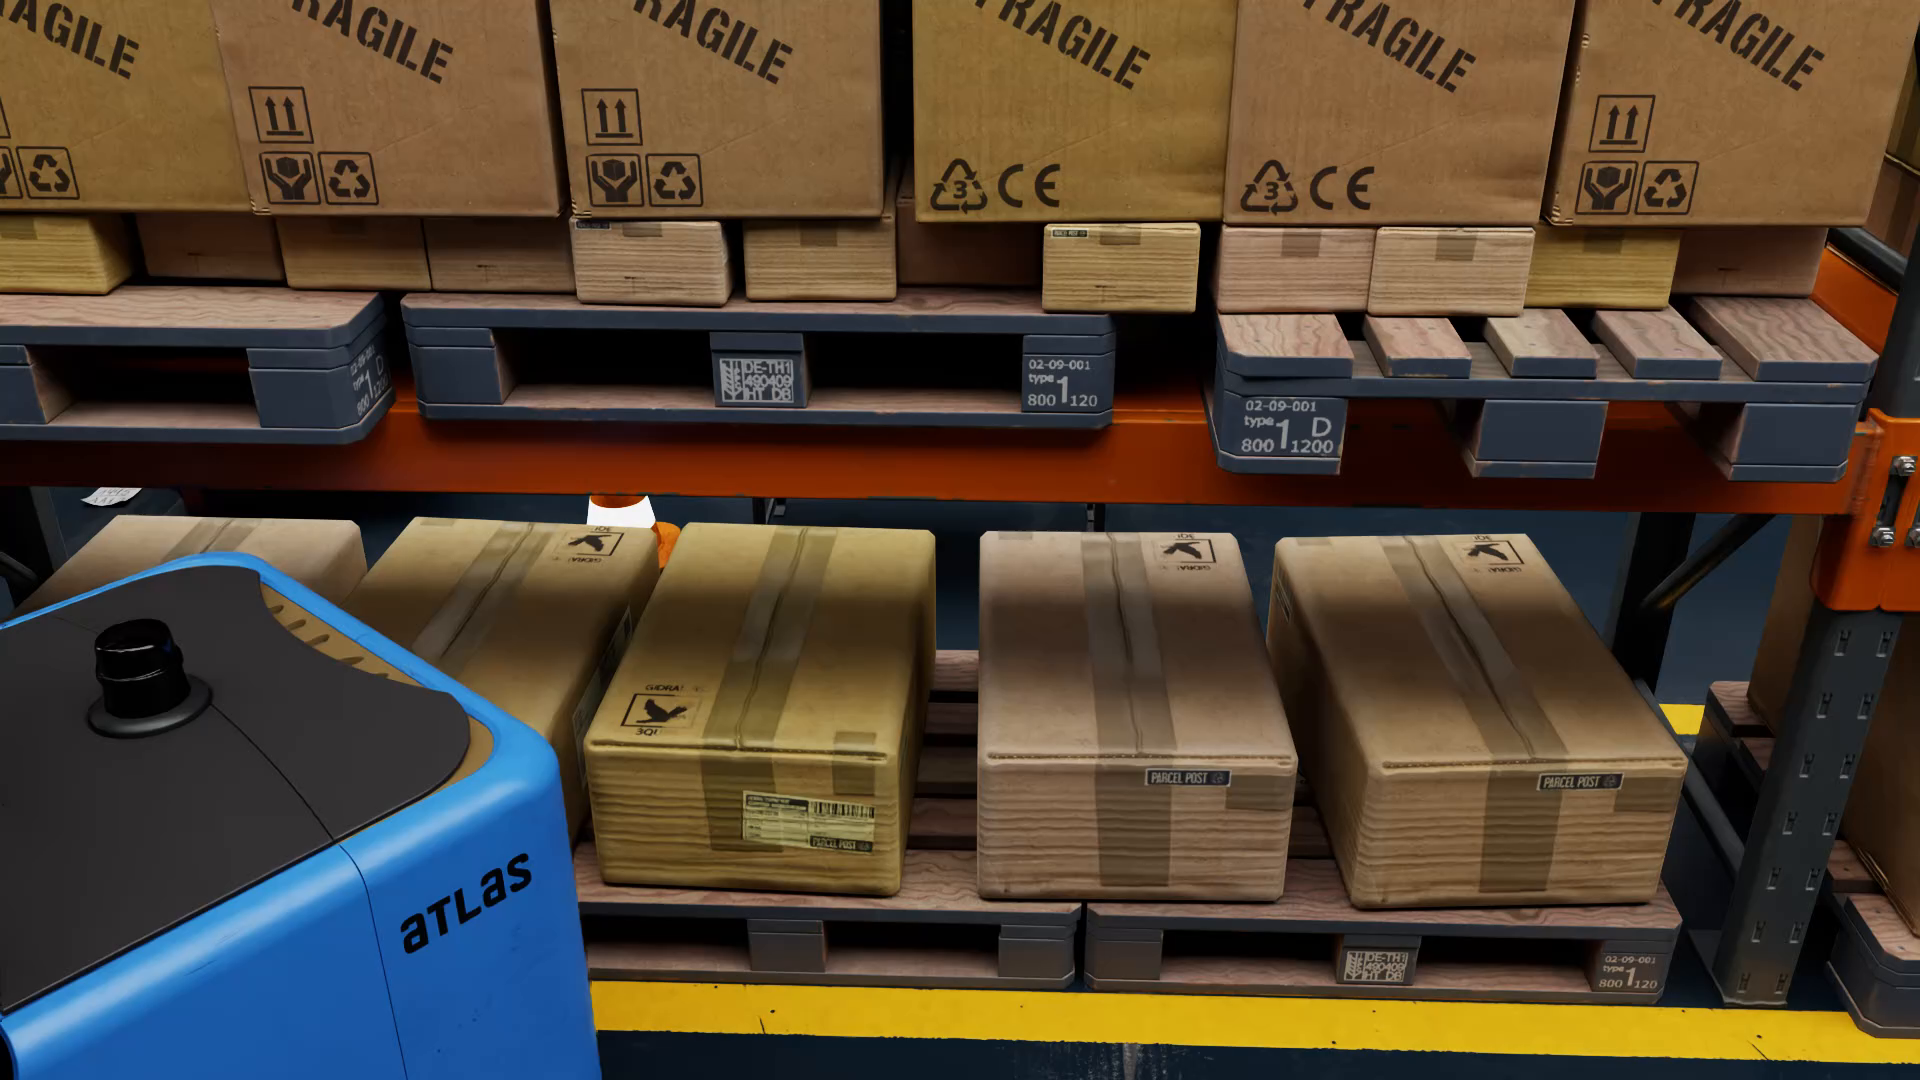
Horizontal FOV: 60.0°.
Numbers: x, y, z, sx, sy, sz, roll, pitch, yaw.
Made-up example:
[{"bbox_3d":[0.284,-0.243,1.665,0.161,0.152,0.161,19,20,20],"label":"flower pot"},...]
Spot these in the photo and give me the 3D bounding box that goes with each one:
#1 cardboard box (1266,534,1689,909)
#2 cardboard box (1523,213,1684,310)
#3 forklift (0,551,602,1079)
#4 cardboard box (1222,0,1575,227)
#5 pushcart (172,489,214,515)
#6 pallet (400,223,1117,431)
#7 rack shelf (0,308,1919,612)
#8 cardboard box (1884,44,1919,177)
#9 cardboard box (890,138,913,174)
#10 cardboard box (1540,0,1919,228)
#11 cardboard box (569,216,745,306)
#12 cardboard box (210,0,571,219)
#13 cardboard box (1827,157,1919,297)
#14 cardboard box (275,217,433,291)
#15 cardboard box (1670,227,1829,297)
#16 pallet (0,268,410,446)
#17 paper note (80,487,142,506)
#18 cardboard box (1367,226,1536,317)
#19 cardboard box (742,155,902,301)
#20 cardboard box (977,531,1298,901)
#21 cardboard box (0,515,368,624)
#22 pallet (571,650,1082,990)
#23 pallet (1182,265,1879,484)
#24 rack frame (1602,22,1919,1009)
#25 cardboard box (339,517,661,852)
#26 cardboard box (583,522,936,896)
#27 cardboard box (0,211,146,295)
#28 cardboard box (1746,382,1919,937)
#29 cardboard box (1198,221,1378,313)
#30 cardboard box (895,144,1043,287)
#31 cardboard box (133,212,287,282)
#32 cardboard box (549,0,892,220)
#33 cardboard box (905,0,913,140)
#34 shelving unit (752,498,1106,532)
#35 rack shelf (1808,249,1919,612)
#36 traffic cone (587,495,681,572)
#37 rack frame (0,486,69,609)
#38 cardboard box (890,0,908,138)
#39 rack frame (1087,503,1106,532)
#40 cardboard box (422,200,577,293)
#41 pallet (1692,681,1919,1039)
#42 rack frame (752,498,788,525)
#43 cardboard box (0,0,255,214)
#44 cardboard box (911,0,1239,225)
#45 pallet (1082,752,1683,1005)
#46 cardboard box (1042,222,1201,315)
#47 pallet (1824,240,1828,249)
[{"bbox_3d":[1.092,0.368,3.711,0.625,0.372,0.950,-1,28,-2],"label":"cardboard box"},{"bbox_3d":[1.050,-0.534,2.875,0.250,0.149,0.380,1,28,3],"label":"cardboard box"},{"bbox_3d":[-1.921,0.317,1.523,1.130,2.935,3.031,22,35,36],"label":"forklift"},{"bbox_3d":[0.675,-0.836,2.751,0.500,0.500,0.500,1,28,1],"label":"cardboard box"},{"bbox_3d":[-2.311,-0.569,5.921,0.936,0.377,1.648,-9,29,-16],"label":"pushcart"},{"bbox_3d":[-0.324,-0.522,3.238,1.213,0.211,1.003,1,28,2],"label":"pallet"},{"bbox_3d":[-0.343,-0.309,3.398,4.000,0.370,1.077,1,28,2],"label":"rack shelf"},{"bbox_3d":[2.149,-0.859,3.294,0.500,0.250,0.500,1,28,2],"label":"cardboard box"},{"bbox_3d":[-0.017,-0.775,3.329,0.250,0.149,0.380,2,28,4],"label":"cardboard box"},{"bbox_3d":[1.192,-0.832,2.744,0.500,0.500,0.500,0,28,0],"label":"cardboard box"},{"bbox_3d":[-0.499,-0.543,2.891,0.250,0.149,0.380,2,28,4],"label":"cardboard box"},{"bbox_3d":[-0.889,-0.856,2.790,0.500,0.500,0.500,1,28,1],"label":"cardboard box"},{"bbox_3d":[2.171,-0.640,3.416,0.500,0.250,0.500,0,28,0],"label":"cardboard box"},{"bbox_3d":[-1.010,-0.576,2.954,0.250,0.149,0.380,1,28,3],"label":"cardboard box"},{"bbox_3d":[1.320,-0.563,2.930,0.250,0.149,0.380,2,28,4],"label":"cardboard box"},{"bbox_3d":[-1.583,-0.494,3.184,1.213,0.211,1.003,1,28,2],"label":"pallet"},{"bbox_3d":[-2.811,-0.155,5.510,0.142,0.019,0.148,1,28,2],"label":"paper note"},{"bbox_3d":[0.796,-0.517,2.843,0.250,0.149,0.380,1,28,1],"label":"cardboard box"},{"bbox_3d":[-0.231,-0.552,2.908,0.250,0.149,0.380,0,28,0],"label":"cardboard box"},{"bbox_3d":[0.354,0.359,3.727,0.625,0.372,0.950,0,28,1],"label":"cardboard box"},{"bbox_3d":[-1.817,0.323,3.795,0.625,0.372,0.950,1,28,2],"label":"cardboard box"},{"bbox_3d":[-0.341,0.603,3.886,1.213,0.211,1.003,1,28,2],"label":"pallet"},{"bbox_3d":[0.940,-0.471,3.140,1.003,0.211,1.213,1,28,2],"label":"pallet"},{"bbox_3d":[1.656,-0.594,3.167,0.127,3.000,1.000,1,28,2],"label":"rack frame"},{"bbox_3d":[-1.099,0.334,3.775,0.625,0.372,0.950,3,28,5],"label":"cardboard box"},{"bbox_3d":[-0.404,0.344,3.755,0.625,0.372,0.950,2,28,3],"label":"cardboard box"},{"bbox_3d":[-1.551,-0.569,2.940,0.250,0.149,0.380,2,28,3],"label":"cardboard box"},{"bbox_3d":[2.343,0.210,3.471,0.875,0.875,0.875,1,28,1],"label":"cardboard box"},{"bbox_3d":[0.545,-0.525,2.858,0.250,0.149,0.380,0,28,-1],"label":"cardboard box"},{"bbox_3d":[0.023,-0.586,2.973,0.250,0.149,0.380,1,28,2],"label":"cardboard box"},{"bbox_3d":[-1.265,-0.600,2.999,0.250,0.149,0.380,3,28,5],"label":"cardboard box"},{"bbox_3d":[-0.375,-0.853,2.783,0.500,0.500,0.500,0,28,0],"label":"cardboard box"},{"bbox_3d":[0.162,-1.081,3.215,0.500,0.500,0.500,1,28,3],"label":"cardboard box"},{"bbox_3d":[-0.085,-0.664,4.901,1.048,1.500,0.538,1,28,2],"label":"shelving unit"},{"bbox_3d":[3.655,-0.243,3.273,4.000,0.370,1.077,1,28,2],"label":"rack shelf"},{"bbox_3d":[-1.053,-0.174,5.083,0.334,0.463,0.336,1,28,2],"label":"traffic cone"},{"bbox_3d":[-2.342,-0.660,3.292,0.127,3.000,1.000,1,28,2],"label":"rack frame"},{"bbox_3d":[-0.337,-1.093,3.237,0.500,0.500,0.500,0,28,0],"label":"cardboard box"},{"bbox_3d":[0.423,-0.656,4.886,0.032,1.500,0.500,1,28,2],"label":"rack frame"},{"bbox_3d":[-0.763,-0.571,2.945,0.250,0.149,0.380,1,28,2],"label":"cardboard box"},{"bbox_3d":[2.441,0.687,3.729,1.213,0.211,1.003,1,28,2],"label":"pallet"},{"bbox_3d":[-0.593,-0.672,4.917,0.032,1.500,0.500,1,28,2],"label":"rack frame"},{"bbox_3d":[-1.382,-0.871,2.817,0.500,0.500,0.500,1,28,2],"label":"cardboard box"},{"bbox_3d":[0.170,-0.843,2.765,0.500,0.500,0.500,-1,28,-2],"label":"cardboard box"},{"bbox_3d":[0.875,0.625,3.846,1.213,0.211,1.003,1,28,2],"label":"pallet"},{"bbox_3d":[0.269,-0.523,2.854,0.250,0.149,0.380,1,28,3],"label":"cardboard box"},{"bbox_3d":[3.727,-1.645,8.128,1.213,0.211,1.003,1,28,2],"label":"pallet"}]
